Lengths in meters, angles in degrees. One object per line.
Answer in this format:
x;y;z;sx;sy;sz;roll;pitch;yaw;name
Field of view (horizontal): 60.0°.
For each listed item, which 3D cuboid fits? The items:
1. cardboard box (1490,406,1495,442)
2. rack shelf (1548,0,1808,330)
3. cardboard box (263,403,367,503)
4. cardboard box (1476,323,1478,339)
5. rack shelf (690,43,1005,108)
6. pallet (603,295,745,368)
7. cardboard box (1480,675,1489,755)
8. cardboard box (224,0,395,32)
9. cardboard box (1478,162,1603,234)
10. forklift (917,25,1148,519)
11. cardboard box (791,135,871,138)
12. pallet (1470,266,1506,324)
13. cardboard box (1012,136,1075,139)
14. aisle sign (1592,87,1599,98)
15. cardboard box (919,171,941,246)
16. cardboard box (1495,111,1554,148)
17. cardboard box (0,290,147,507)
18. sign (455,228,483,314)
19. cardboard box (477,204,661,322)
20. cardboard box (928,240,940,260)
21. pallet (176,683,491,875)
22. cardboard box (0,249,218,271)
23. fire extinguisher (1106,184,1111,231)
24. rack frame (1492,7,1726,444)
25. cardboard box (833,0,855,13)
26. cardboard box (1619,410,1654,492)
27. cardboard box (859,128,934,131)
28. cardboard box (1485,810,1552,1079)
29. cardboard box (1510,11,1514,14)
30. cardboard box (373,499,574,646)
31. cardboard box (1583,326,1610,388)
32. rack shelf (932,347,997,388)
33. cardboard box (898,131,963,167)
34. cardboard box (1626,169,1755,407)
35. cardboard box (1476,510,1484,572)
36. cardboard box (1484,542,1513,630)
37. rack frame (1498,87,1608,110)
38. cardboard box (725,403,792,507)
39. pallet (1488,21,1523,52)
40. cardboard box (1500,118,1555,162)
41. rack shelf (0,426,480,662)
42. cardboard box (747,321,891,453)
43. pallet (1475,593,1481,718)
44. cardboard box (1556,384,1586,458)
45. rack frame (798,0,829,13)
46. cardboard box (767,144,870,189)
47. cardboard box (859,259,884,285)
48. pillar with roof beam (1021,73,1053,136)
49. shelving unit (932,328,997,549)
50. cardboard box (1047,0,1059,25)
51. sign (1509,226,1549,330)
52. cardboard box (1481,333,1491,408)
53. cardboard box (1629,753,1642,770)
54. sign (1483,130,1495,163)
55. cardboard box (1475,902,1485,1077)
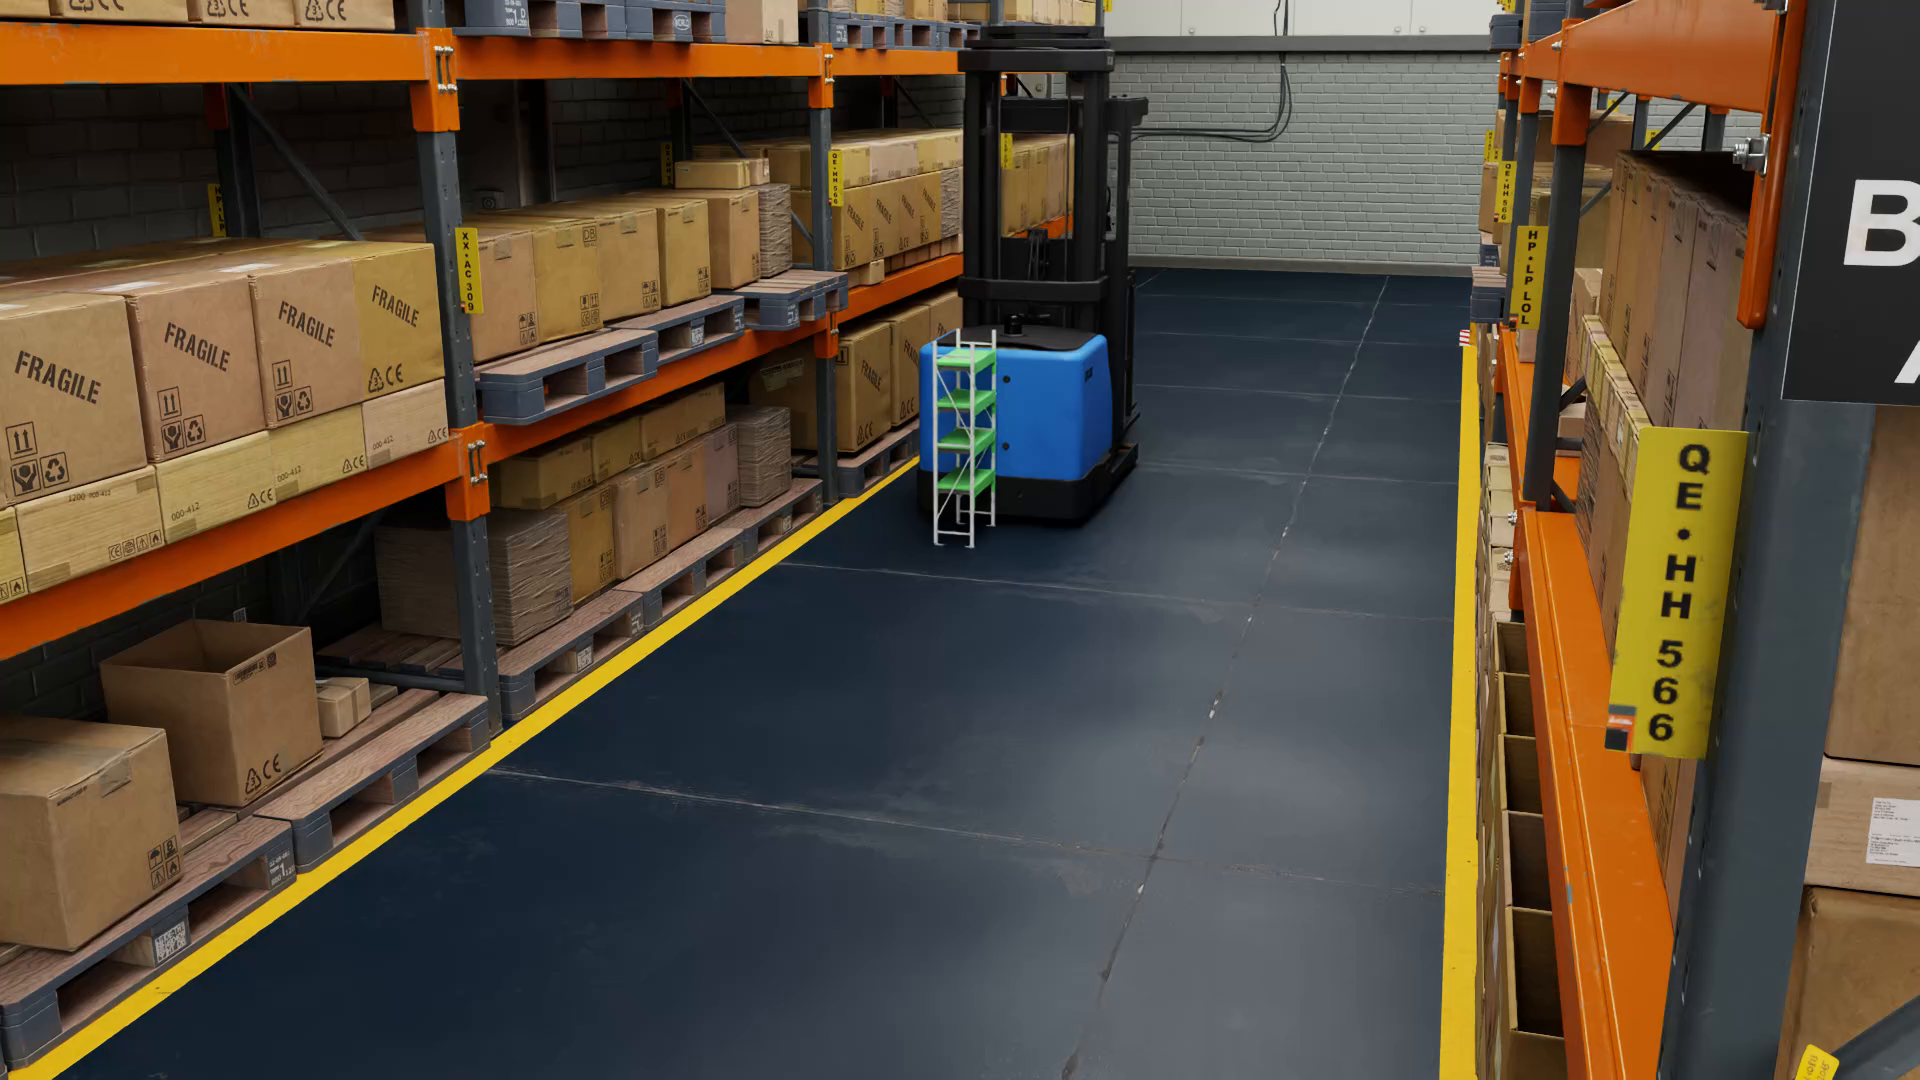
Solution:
3.515;-0.594;10.202;0.500;0.500;0.500;5;17;18;cardboard box
1.769;-0.849;3.148;1.077;0.370;4.000;5;16;16;rack shelf
-2.407;-0.319;5.696;0.500;0.250;0.500;5;17;16;cardboard box
5.179;-2.053;15.803;0.500;0.250;0.500;5;16;16;cardboard box
-0.708;-3.326;11.878;1.077;0.370;4.000;5;16;16;rack shelf
-1.800;-1.092;8.534;1.003;0.211;1.213;5;16;16;pallet
2.177;0.714;6.084;0.500;0.250;0.500;4;16;15;cardboard box
-2.321;-2.008;5.694;0.500;0.500;0.500;5;17;17;cardboard box
4.262;-2.512;12.237;0.700;0.500;0.500;-1;16;-3;cardboard box
0.623;-1.894;11.135;1.130;2.935;3.031;4;16;15;forklift
-0.953;-2.808;12.094;0.500;0.250;0.500;4;16;15;cardboard box
3.599;-1.413;9.664;1.213;0.211;1.003;5;16;16;pallet
0.862;-3.808;17.210;0.980;0.700;0.700;5;17;18;cardboard box
6.060;-4.660;15.997;0.394;0.787;0.004;5;16;16;aisle sign
-0.453;-2.416;12.086;0.500;0.500;0.500;5;17;17;cardboard box
5.227;-3.711;15.401;0.500;0.500;0.500;5;17;16;cardboard box
-2.688;-0.411;4.647;0.500;0.500;0.500;5;17;18;cardboard box
-1.891;-1.035;6.396;0.100;0.325;0.005;5;16;16;sign
-1.913;-1.369;8.171;0.700;0.500;0.500;7;17;24;cardboard box
-0.368;-2.201;12.517;0.380;0.149;0.250;4;16;14;cardboard box
-2.570;0.861;6.407;1.003;0.211;1.213;5;16;16;pallet
-2.898;-0.715;5.718;0.500;0.500;0.500;5;16;16;cardboard box
1.482;-3.585;17.798;0.296;0.674;0.183;5;16;16;fire extinguisher
3.474;-1.322;8.994;1.000;3.000;0.127;5;16;16;rack frame
-1.094;-3.682;10.828;0.700;0.500;0.500;4;16;13;cardboard box
1.638;-0.175;3.577;0.380;0.149;0.250;4;16;15;cardboard box
-0.520;-3.213;13.522;0.500;0.250;0.500;5;17;18;cardboard box
1.481;0.974;3.794;0.500;0.500;0.500;5;16;16;cardboard box
4.488;-4.128;12.749;0.500;0.250;0.500;5;16;16;cardboard box
-2.220;0.138;7.620;0.700;0.500;0.500;5;17;18;cardboard box
2.004;-0.515;4.776;0.380;0.149;0.250;5;17;17;cardboard box
0.030;-1.002;9.639;0.258;0.148;0.480;4;16;15;rack shelf
-0.182;-3.038;12.905;0.500;0.250;0.500;5;17;17;cardboard box
1.932;-0.568;3.774;0.700;0.500;0.500;5;16;16;cardboard box
2.902;0.044;8.445;0.500;0.250;0.500;4;16;14;cardboard box
2.463;0.180;6.939;0.500;0.311;0.500;5;16;16;cardboard box
5.747;-3.415;16.373;1.000;3.000;0.127;5;16;16;rack frame
-1.431;-0.522;9.947;0.700;0.500;0.500;5;17;17;cardboard box
4.358;-3.556;11.717;1.213;0.211;1.003;5;16;16;pallet
4.506;-3.050;13.070;0.500;0.500;0.500;5;17;16;cardboard box
-2.982;0.211;4.909;1.077;0.370;4.000;5;16;16;rack shelf
-0.942;-1.055;11.223;0.750;0.750;0.750;4;16;15;cardboard box
2.854;0.550;7.504;1.003;0.211;1.213;5;16;16;pallet
2.411;-0.455;6.184;0.396;0.266;0.258;4;16;15;cardboard box
-1.277;-4.591;9.526;1.000;3.000;0.127;5;16;16;rack frame
-0.892;-2.373;10.560;0.500;0.250;0.500;5;17;17;cardboard box
-0.724;-1.790;11.069;0.380;0.149;0.250;5;17;18;cardboard box
5.062;-7.124;18.455;9.100;9.000;0.400;5;16;16;pillar with roof beam
0.030;-0.602;9.753;0.258;1.200;0.503;4;16;15;shelving unit
0.606;-4.800;15.081;0.500;0.250;0.500;4;16;14;cardboard box
1.814;-0.834;5.296;0.100;0.325;0.005;5;16;16;sign
4.240;-1.270;12.585;0.500;0.500;0.500;4;16;13;cardboard box
1.783;0.196;3.457;0.700;0.500;0.500;5;17;18;cardboard box
5.227;-3.874;16.403;0.100;0.325;0.005;5;16;16;sign
1.621;1.204;4.358;0.500;0.250;0.500;5;16;16;cardboard box
